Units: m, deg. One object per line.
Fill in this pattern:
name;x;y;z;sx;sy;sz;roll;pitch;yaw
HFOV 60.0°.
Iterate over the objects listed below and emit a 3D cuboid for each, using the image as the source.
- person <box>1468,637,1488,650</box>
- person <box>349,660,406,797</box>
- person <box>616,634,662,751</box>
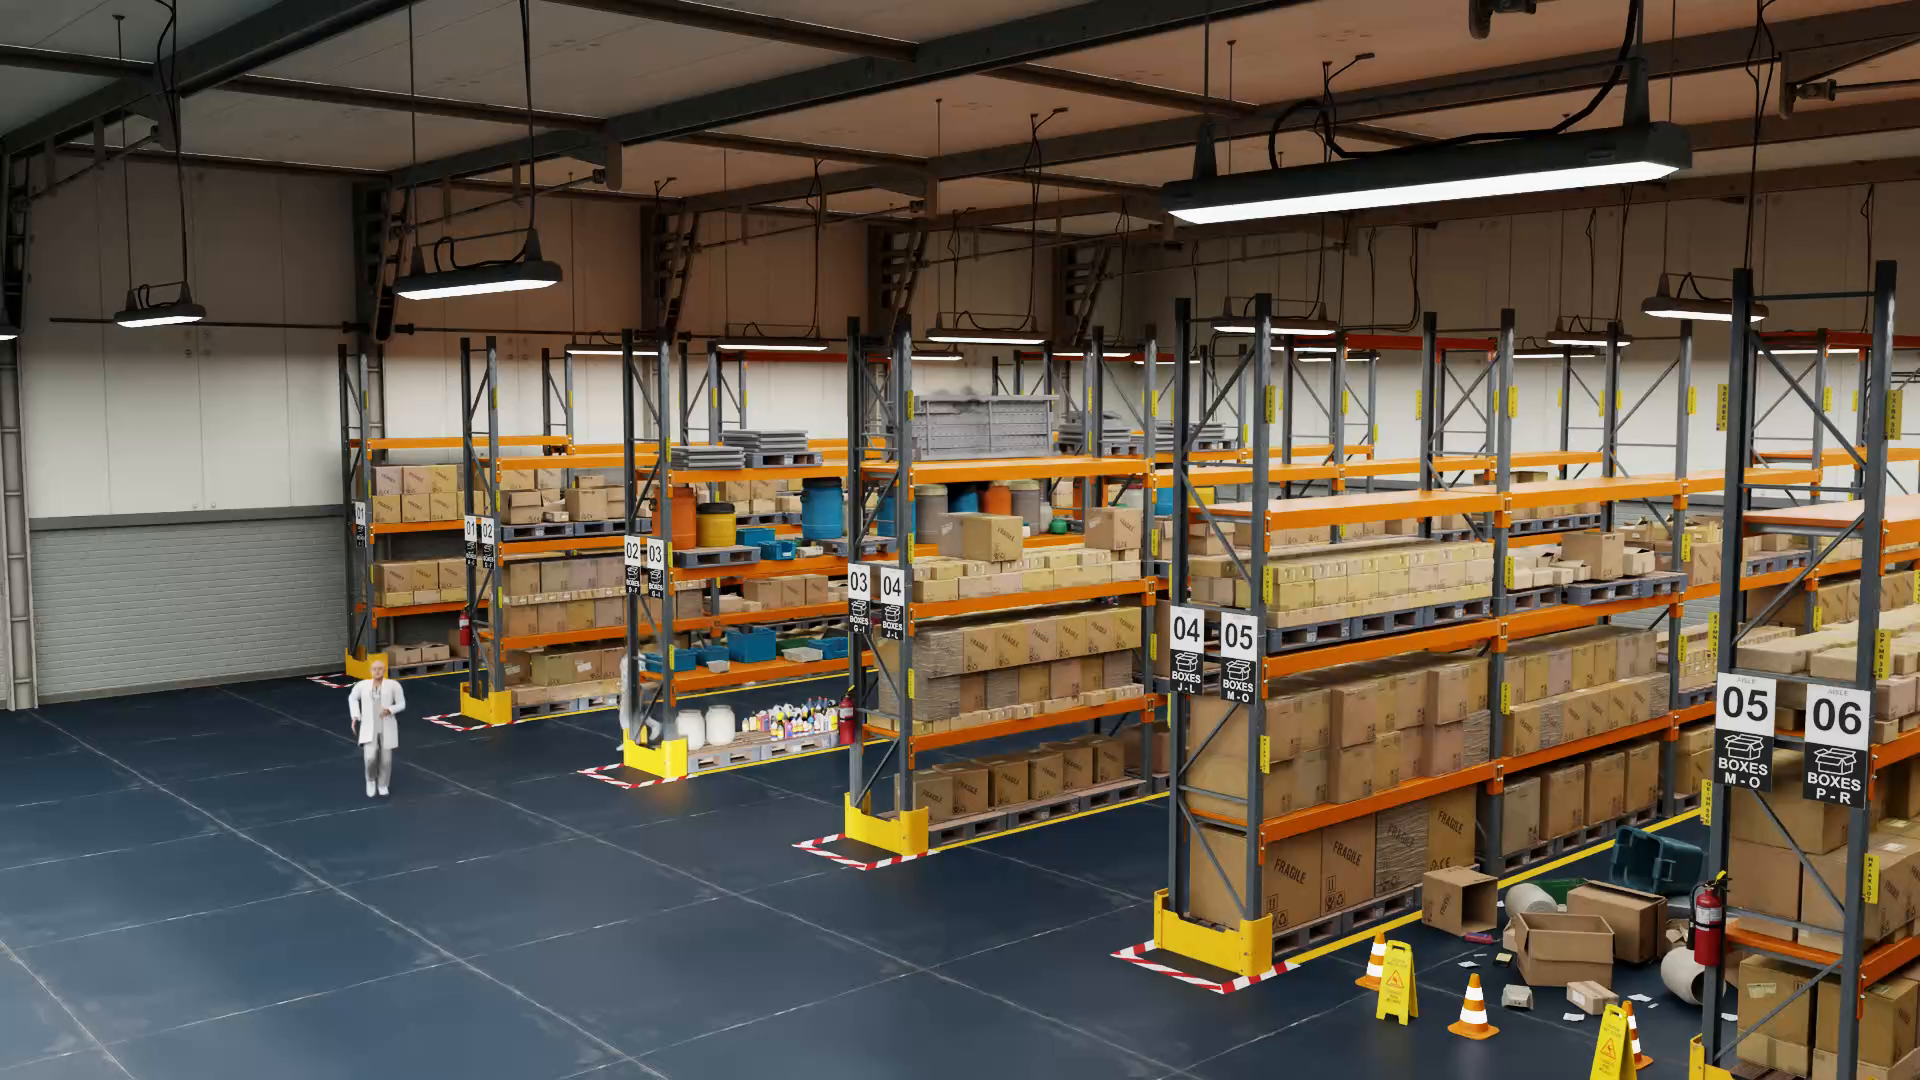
person;7.368;2.155;23.686;0.647;1.776;0.786;4;7;41
person;-7.373;2.496;21.073;0.695;1.552;0.705;-2;5;-18
person;-4.706;2.176;24.094;0.665;1.688;0.636;-5;7;-43
